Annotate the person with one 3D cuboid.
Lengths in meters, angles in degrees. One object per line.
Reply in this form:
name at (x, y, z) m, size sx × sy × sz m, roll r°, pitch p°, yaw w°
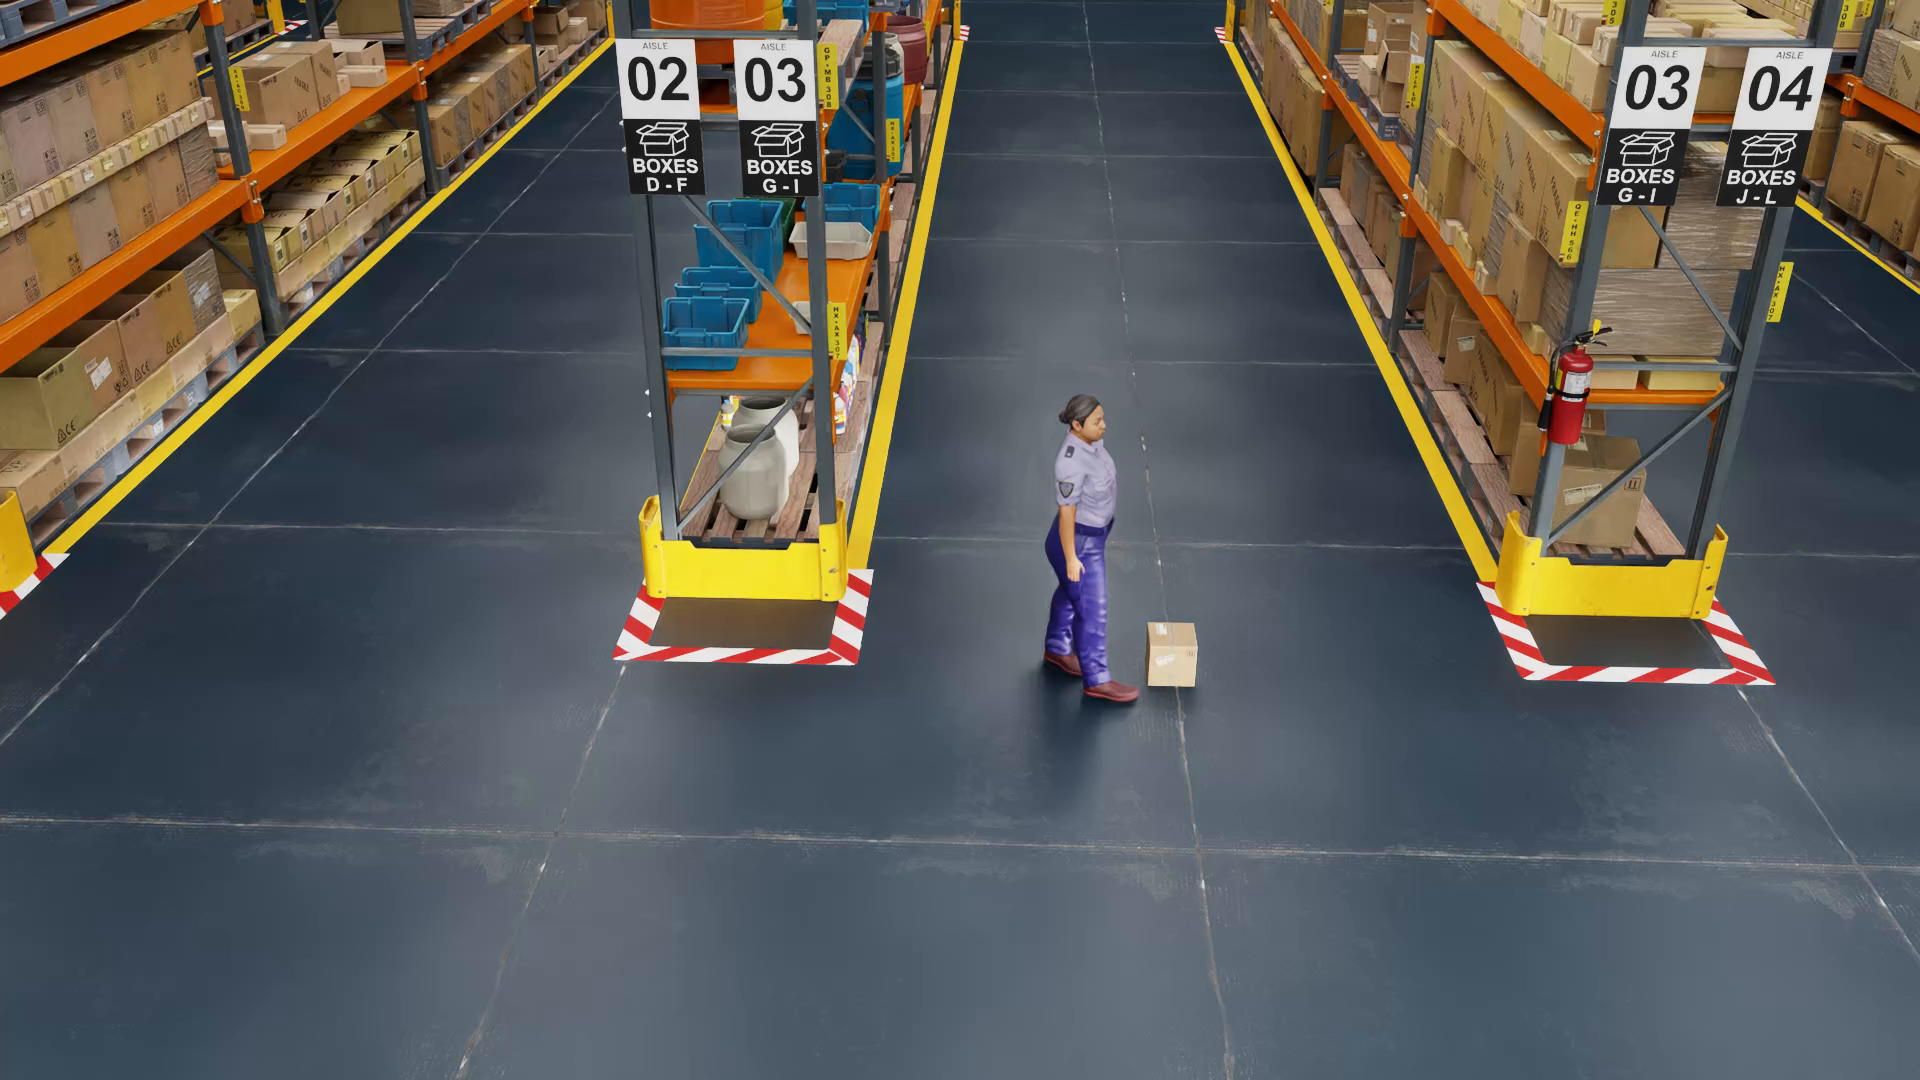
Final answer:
person at (0.708, 0.014, 8.604) m, size 0.572 × 1.643 × 0.479 m, roll 7°, pitch 29°, yaw 13°
